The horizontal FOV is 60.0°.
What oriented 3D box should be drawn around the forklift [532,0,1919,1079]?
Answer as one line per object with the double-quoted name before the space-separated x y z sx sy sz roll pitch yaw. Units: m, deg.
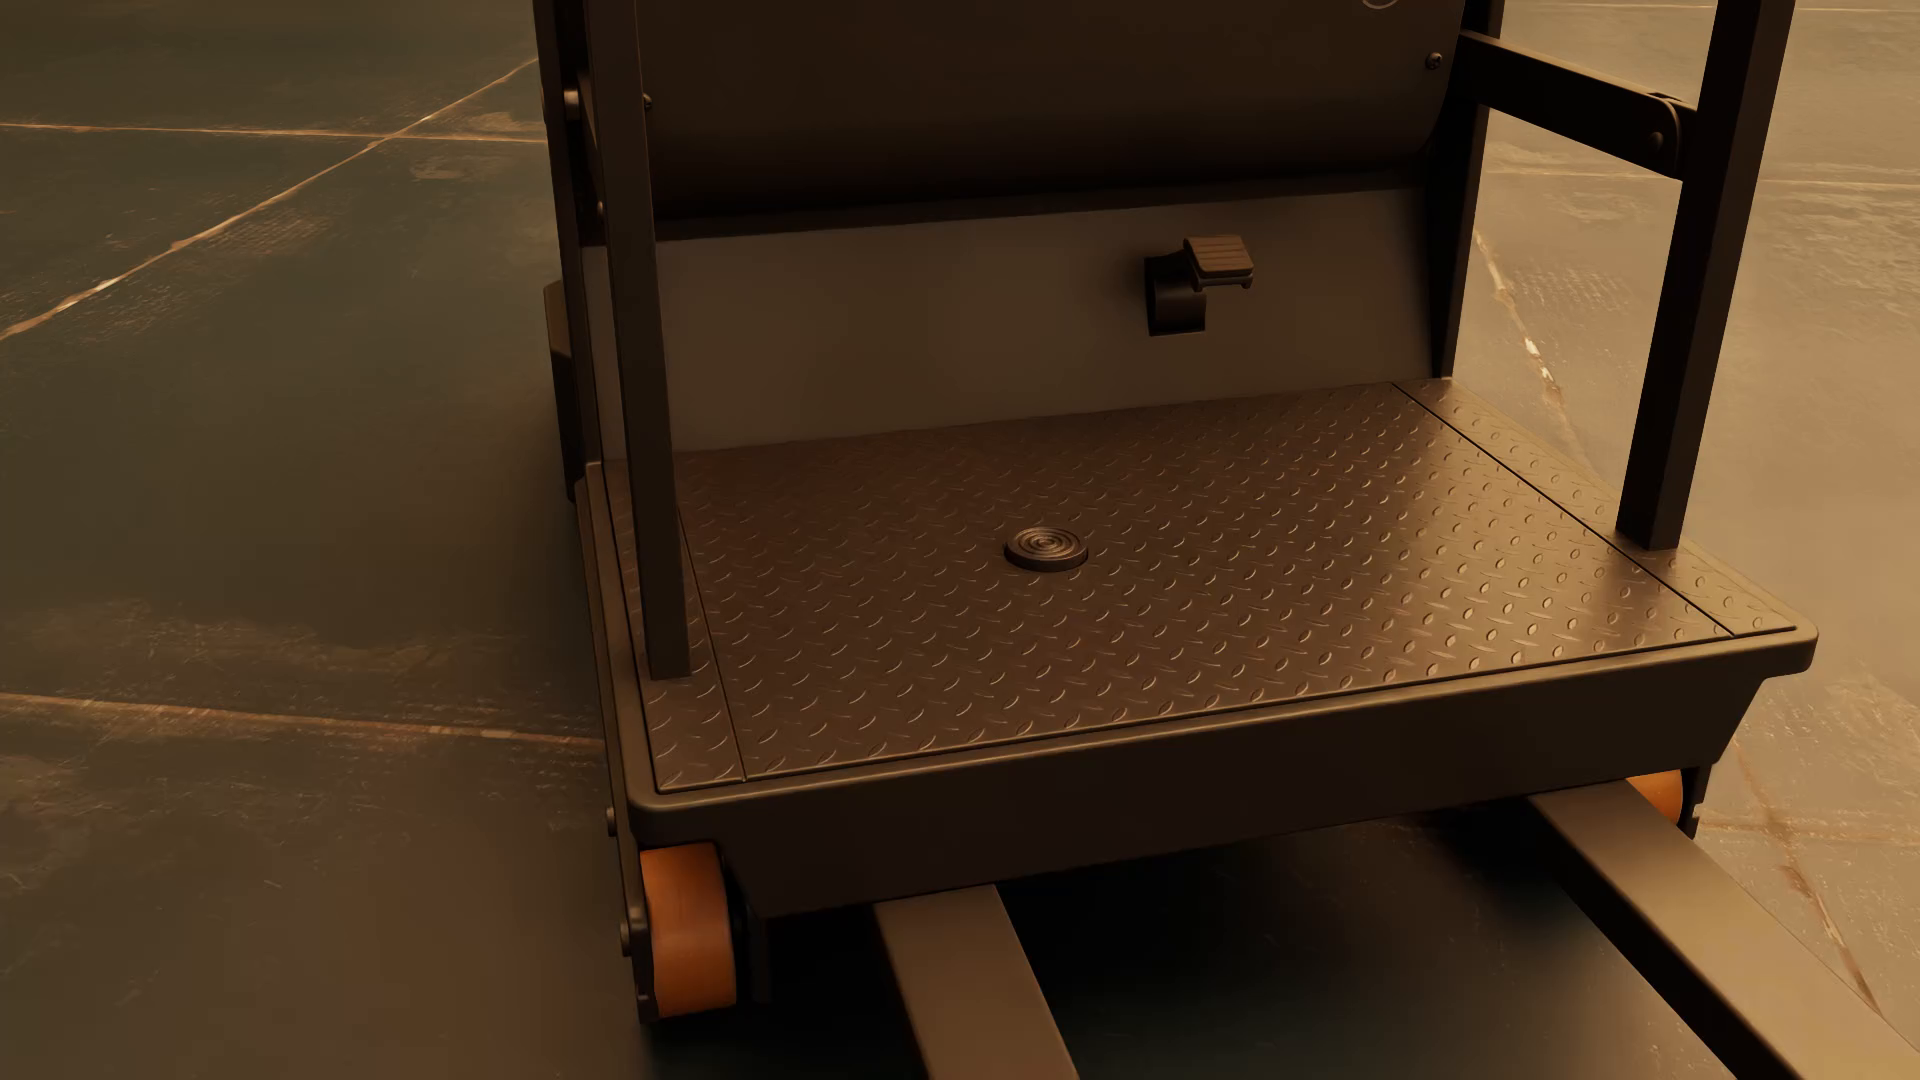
"forklift" 0.153 -1.049 1.319 1.130 2.935 3.031 -7 27 -13
